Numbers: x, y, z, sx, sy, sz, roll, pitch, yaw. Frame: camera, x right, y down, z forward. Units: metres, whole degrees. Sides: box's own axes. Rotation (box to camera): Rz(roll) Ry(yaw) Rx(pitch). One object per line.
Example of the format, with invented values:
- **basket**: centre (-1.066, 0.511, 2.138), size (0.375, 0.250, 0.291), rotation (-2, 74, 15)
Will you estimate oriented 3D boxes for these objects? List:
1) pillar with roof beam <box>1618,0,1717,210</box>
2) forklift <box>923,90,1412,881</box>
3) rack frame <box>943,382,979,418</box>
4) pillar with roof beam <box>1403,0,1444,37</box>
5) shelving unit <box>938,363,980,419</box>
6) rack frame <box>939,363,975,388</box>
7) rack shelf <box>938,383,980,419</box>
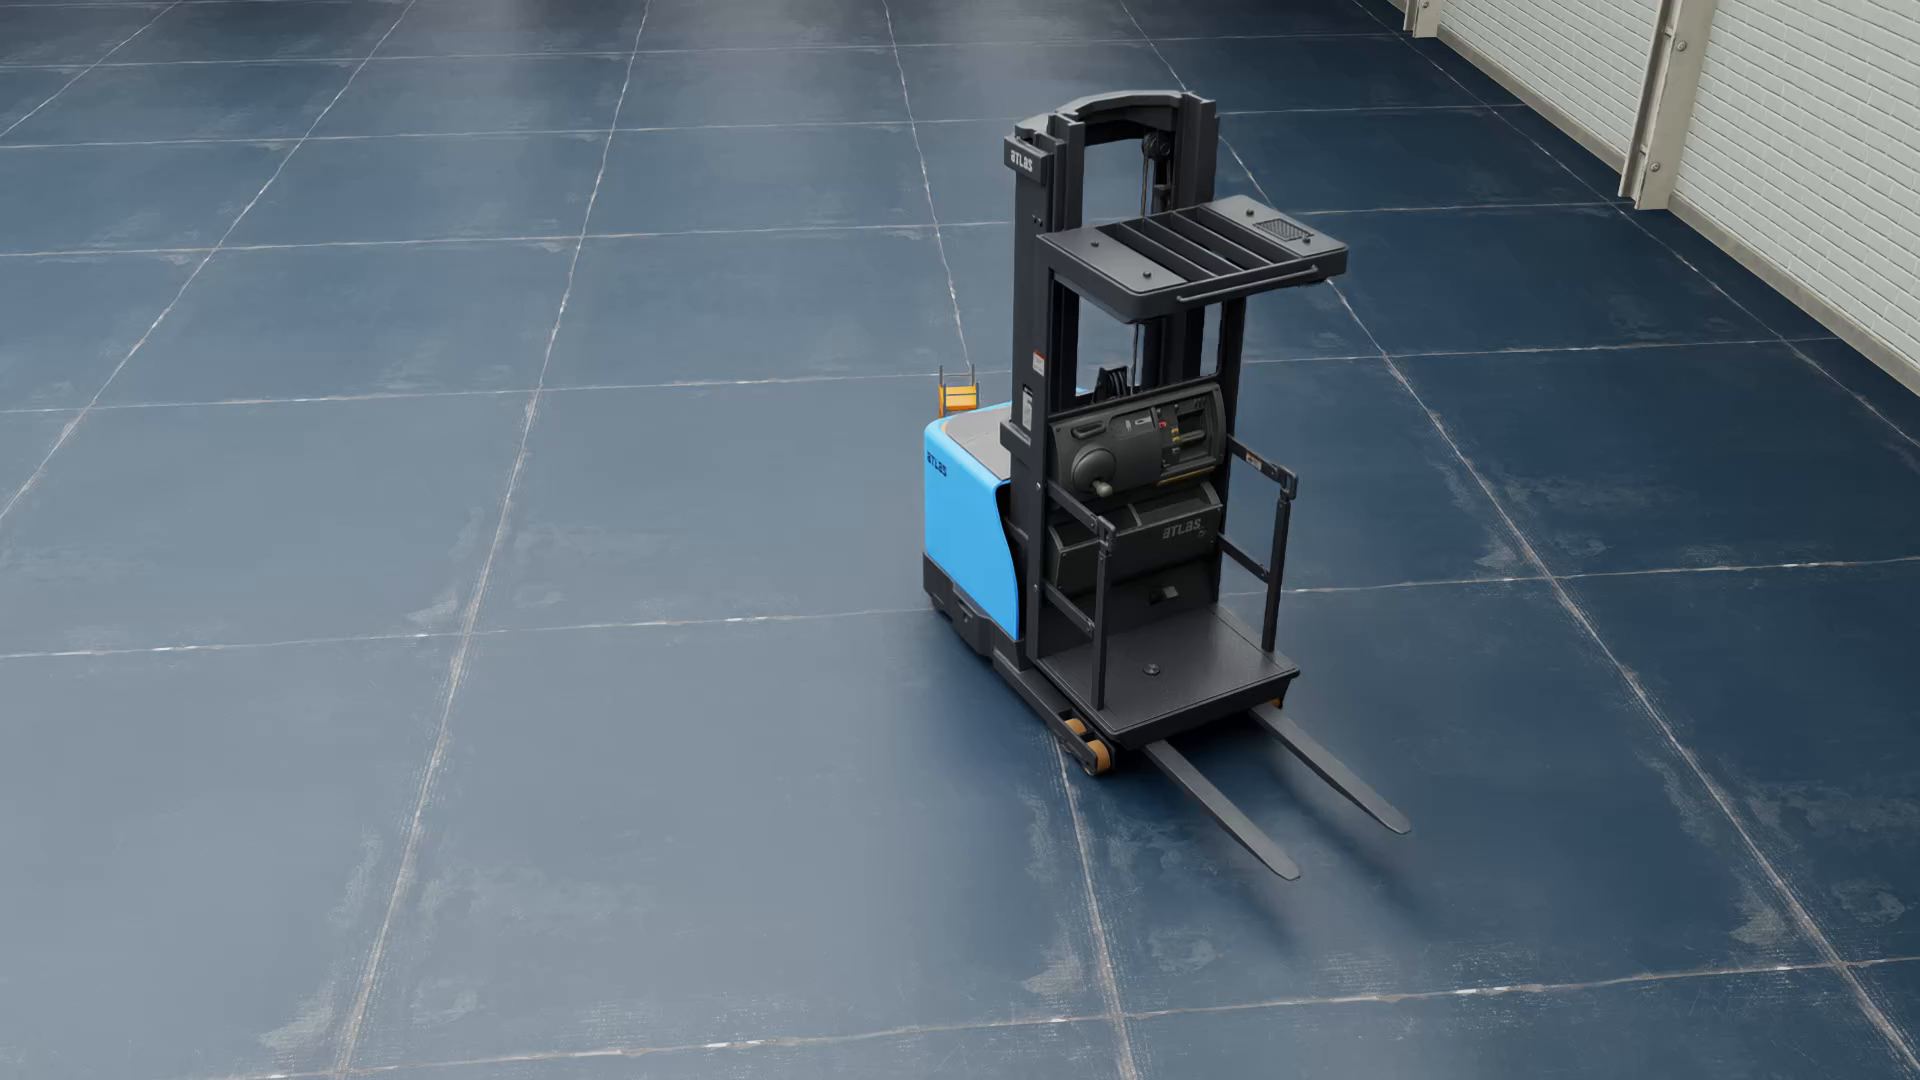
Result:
- **pillar with roof beam**: centre (1.797, -6.668, 12.139), size (9.100, 9.000, 0.400), rotation (-3, 31, -5)
- **forklift**: centre (0.944, -0.410, 7.578), size (1.130, 2.935, 3.031), rotation (-16, 34, -24)
- **rack frame**: centre (0.006, -0.416, 9.423), size (0.200, 1.050, 0.008), rotation (-3, 31, -5)
- **pillar with roof beam**: centre (1.236, -9.732, 17.267), size (9.100, 9.000, 0.400), rotation (-3, 31, -5)
- **shelving unit**: centre (-0.005, -0.478, 9.527), size (0.215, 1.050, 0.252), rotation (-3, 31, -5)
- **rack frame**: centre (-0.016, -0.540, 9.631), size (0.200, 1.050, 0.008), rotation (-3, 31, -5)
- **rack shelf**: centre (-0.005, -0.713, 9.387), size (0.215, 0.259, 0.240), rotation (-3, 31, -5)
